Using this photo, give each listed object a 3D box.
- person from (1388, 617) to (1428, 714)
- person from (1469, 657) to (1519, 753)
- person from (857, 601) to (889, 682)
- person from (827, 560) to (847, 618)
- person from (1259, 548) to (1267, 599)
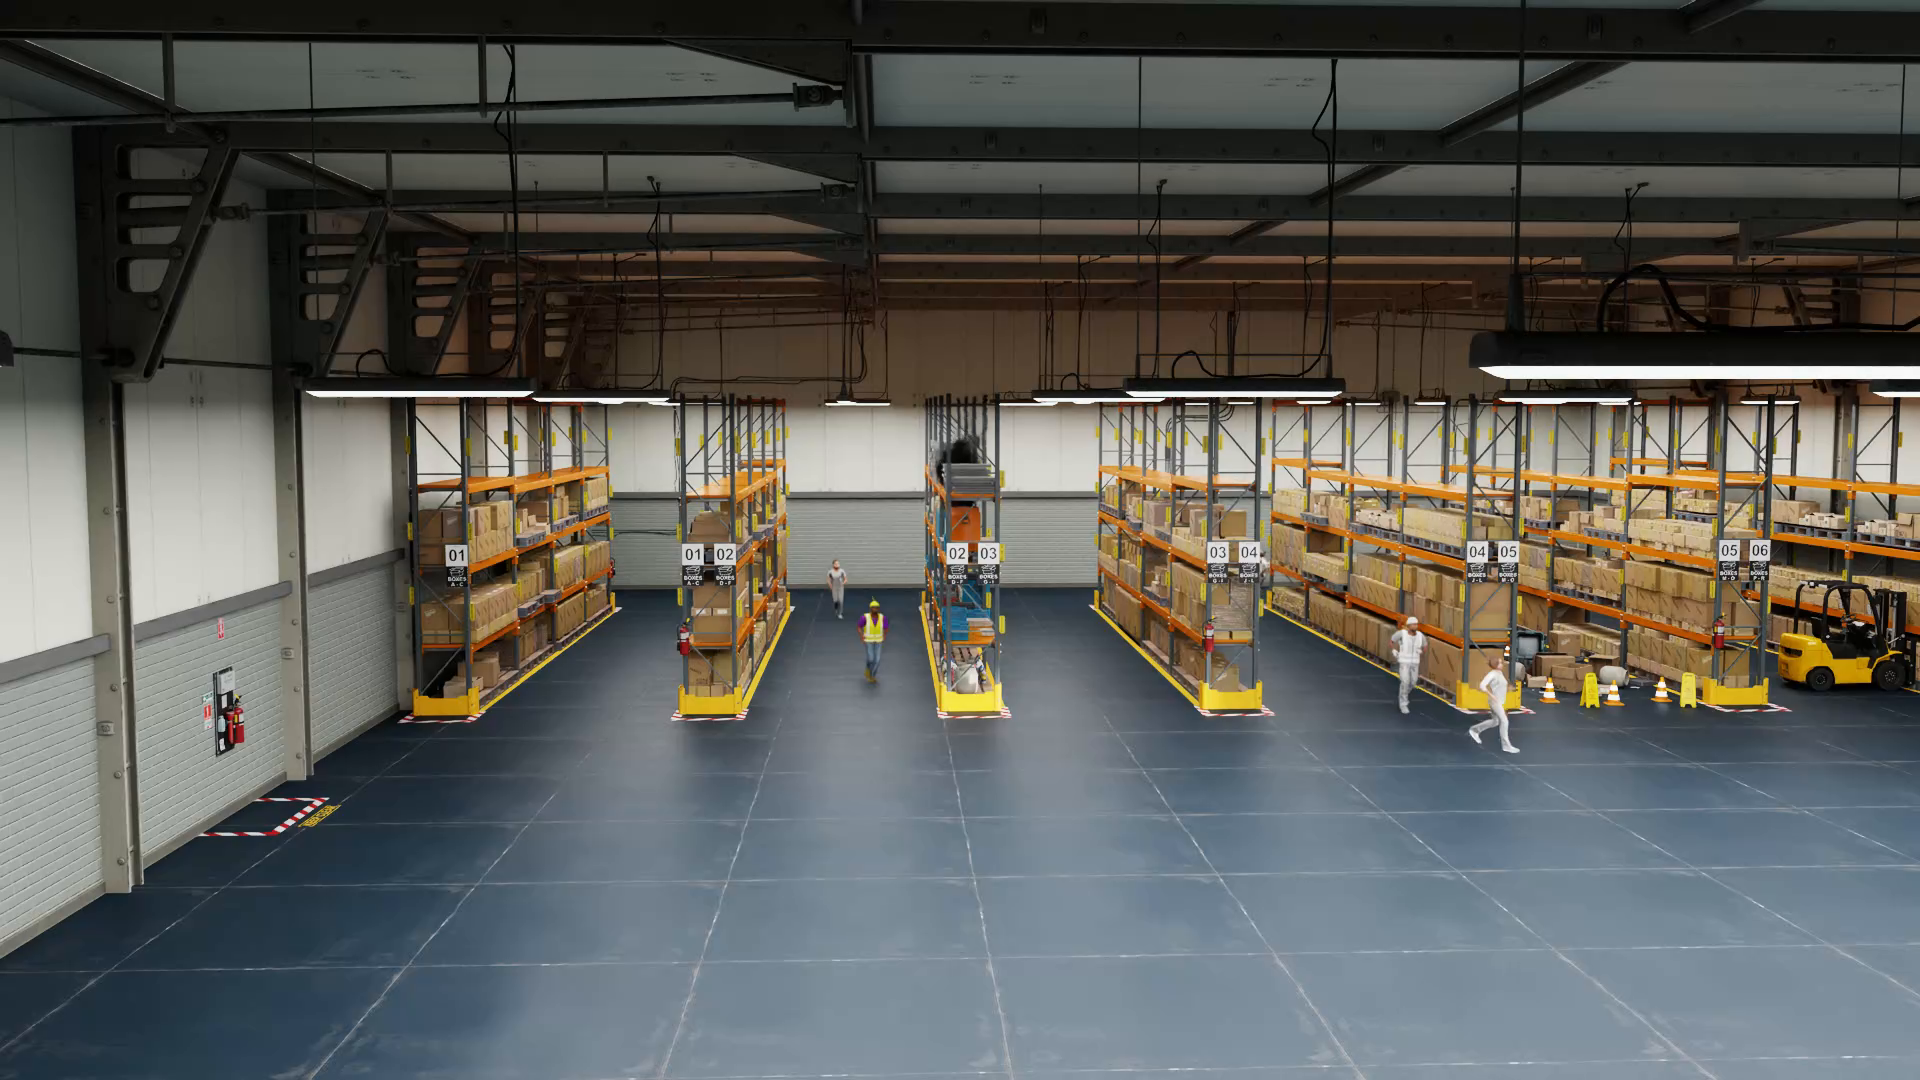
[{"bbox_3d":[8.560,2.341,31.611,0.688,1.773,0.999,-1,5,-10],"label":"person"},{"bbox_3d":[8.924,2.727,27.764,0.864,1.575,0.544,3,5,32],"label":"person"},{"bbox_3d":[-1.780,2.125,34.715,0.640,1.715,0.576,-1,5,-17],"label":"person"},{"bbox_3d":[-3.350,1.343,45.414,0.545,1.609,0.590,-1,5,-12],"label":"person"},{"bbox_3d":[8.747,1.048,48.880,0.510,1.622,0.606,-2,5,-23],"label":"person"}]
